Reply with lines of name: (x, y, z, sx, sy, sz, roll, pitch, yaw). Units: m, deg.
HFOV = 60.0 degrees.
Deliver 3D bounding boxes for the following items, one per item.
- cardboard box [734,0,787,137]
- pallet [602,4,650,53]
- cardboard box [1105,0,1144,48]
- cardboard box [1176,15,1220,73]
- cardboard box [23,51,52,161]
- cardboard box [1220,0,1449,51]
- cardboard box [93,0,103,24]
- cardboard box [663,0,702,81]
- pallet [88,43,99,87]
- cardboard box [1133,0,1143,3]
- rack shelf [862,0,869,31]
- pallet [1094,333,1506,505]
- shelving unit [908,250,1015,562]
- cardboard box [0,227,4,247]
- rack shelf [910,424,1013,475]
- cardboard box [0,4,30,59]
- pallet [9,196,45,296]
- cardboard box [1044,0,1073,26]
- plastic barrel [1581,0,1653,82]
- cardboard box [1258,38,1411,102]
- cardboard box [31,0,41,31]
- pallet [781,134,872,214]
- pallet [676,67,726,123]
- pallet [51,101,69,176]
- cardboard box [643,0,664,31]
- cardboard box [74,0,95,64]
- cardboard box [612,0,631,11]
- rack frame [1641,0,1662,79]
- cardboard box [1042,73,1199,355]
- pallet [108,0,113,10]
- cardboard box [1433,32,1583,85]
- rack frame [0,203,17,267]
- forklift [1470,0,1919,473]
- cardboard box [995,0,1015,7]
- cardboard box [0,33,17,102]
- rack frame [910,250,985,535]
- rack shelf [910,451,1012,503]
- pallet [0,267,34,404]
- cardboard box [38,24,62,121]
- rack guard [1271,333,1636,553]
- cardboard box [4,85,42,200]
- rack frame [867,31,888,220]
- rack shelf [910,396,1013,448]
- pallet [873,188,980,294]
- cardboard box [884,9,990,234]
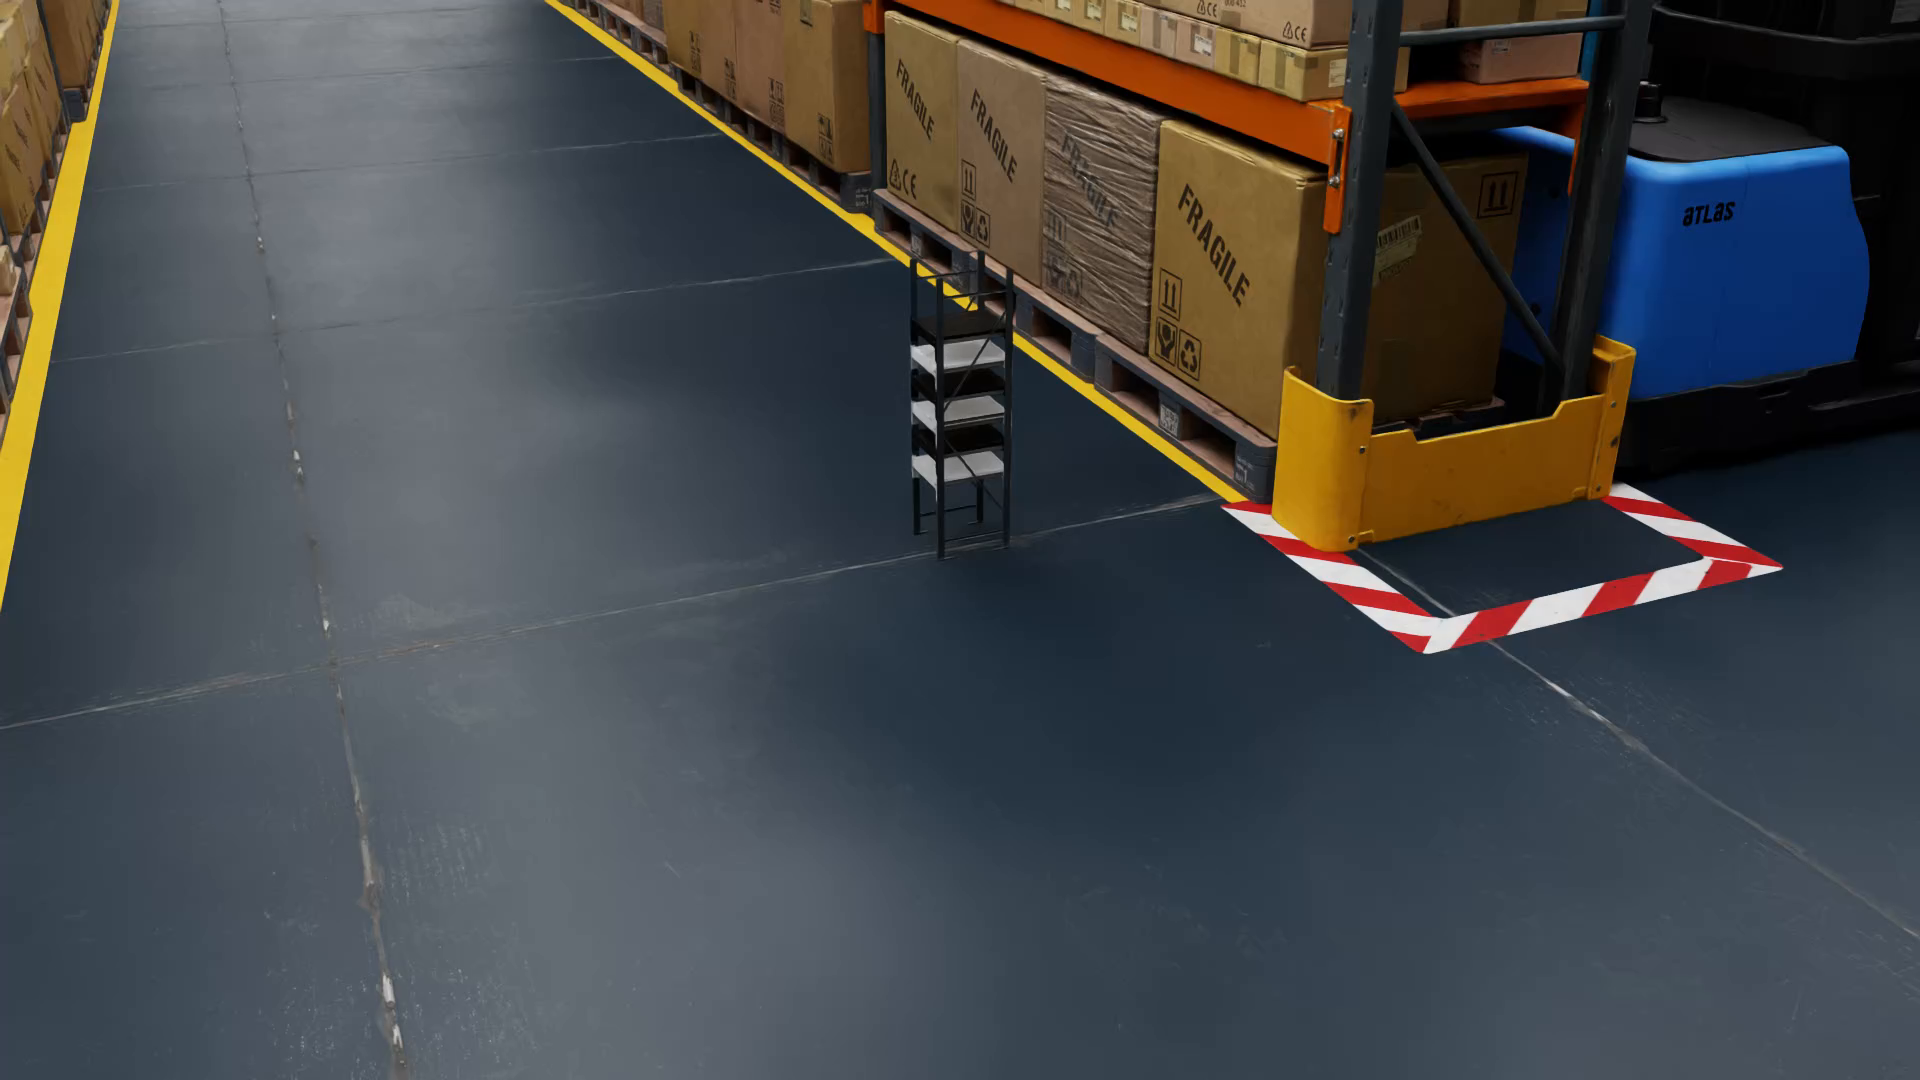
cardboard box: (-0.599, -2.943, 9.801, 1.225, 0.875, 0.875, -12, 28, -22)
pallet: (-2.324, -4.262, 13.739, 1.003, 0.211, 1.213, -11, 28, -21)
cardboard box: (0.743, -1.865, 5.936, 0.380, 0.149, 0.250, -11, 28, -22)
cardboard box: (0.944, -1.659, 5.516, 0.380, 0.149, 0.250, -11, 28, -20)
cardboard box: (-5.229, -2.320, 8.954, 0.500, 0.500, 0.500, -12, 28, -23)
cardboard box: (1.153, -1.695, 5.134, 0.500, 0.250, 0.500, -11, 28, -21)
cardboard box: (-7.390, -4.454, 13.039, 1.050, 0.750, 0.750, -11, 28, -21)
cardboard box: (-1.295, -3.660, 11.270, 1.225, 0.875, 0.875, -12, 28, -23)
pallet: (-6.862, -3.466, 12.109, 1.003, 0.211, 1.213, -11, 28, -21)
cardboard box: (0.756, -2.105, 5.974, 0.500, 0.250, 0.500, -12, 28, -22)
rack shelf: (-0.762, -3.577, 9.978, 1.077, 0.370, 4.000, -11, 28, -21)
pallet: (1.202, -0.534, 6.104, 1.003, 0.211, 1.213, -11, 28, -21)
shelving unit: (0.003, -0.401, 5.046, 0.258, 0.900, 0.210, -11, 28, -21)
cardboard box: (-4.167, -1.250, 6.824, 0.380, 0.149, 0.250, -10, 28, -20)
rack shelf: (0.003, -0.290, 5.100, 0.258, 0.077, 0.200, -11, 28, -21)
cardboard box: (-5.248, -2.658, 8.791, 0.500, 0.250, 0.500, -10, 28, -19)
pallet: (-4.889, -1.343, 7.759, 1.003, 0.211, 1.213, -11, 28, -21)
cardboard box: (0.546, -2.070, 6.357, 0.380, 0.149, 0.250, -10, 28, -20)
plastic barrel: (4.381, -3.412, 10.733, 0.600, 0.901, 0.708, -11, 28, -21)
cardboard box: (1.145, -1.453, 5.093, 0.380, 0.149, 0.250, -10, 28, -20)
cardboard box: (-5.640, -3.068, 9.630, 0.500, 0.250, 0.500, -11, 28, -22)
pallet: (-0.351, -2.139, 9.389, 1.003, 0.211, 1.213, -11, 28, -21)
pallet: (-1.306, -3.124, 11.407, 1.003, 0.211, 1.213, -11, 28, -21)
pallet: (-5.844, -2.328, 9.777, 1.003, 0.211, 1.213, -11, 28, -21)
cardboard box: (-2.055, -4.271, 12.927, 0.700, 0.500, 0.500, -13, 29, -25)
cardboard box: (-6.650, -3.688, 11.470, 1.050, 0.750, 0.750, -10, 28, -20)
cardboard box: (-2.503, -4.724, 13.854, 0.700, 0.500, 0.500, -13, 29, -25)
rack frame: (4.578, -3.944, 9.909, 1.000, 3.000, 0.127, -11, 28, -21)
cardboard box: (0.907, -1.324, 6.486, 0.875, 0.875, 0.875, -11, 28, -21)
pallet: (-8.423, -5.072, 15.397, 1.003, 0.211, 1.213, -11, 28, -21)
cardboard box: (1.752, -1.565, 5.324, 0.380, 0.149, 0.250, -10, 28, -20)
rack frame: (-4.583, -2.282, 6.504, 1.000, 3.000, 0.127, -11, 28, -21)
forklift: (3.350, -1.957, 5.917, 3.031, 2.935, 1.130, -11, 28, -21)
cardboard box: (0.339, -2.280, 6.788, 0.380, 0.149, 0.250, -10, 28, -20)
cardboard box: (-4.840, -2.242, 7.939, 0.500, 0.250, 0.500, -10, 28, -19)
rack frame: (-0.037, -0.442, 5.130, 0.240, 0.900, 0.006, -11, 28, -21)
rack shelf: (0.003, -0.209, 5.139, 0.258, 0.077, 0.200, -11, 28, -21)
pallet: (-4.287, -0.764, 6.573, 1.003, 0.211, 1.213, -11, 28, -21)
cardboard box: (-5.651, -2.741, 9.816, 0.500, 0.500, 0.500, -11, 28, -21)
rack guard: (1.597, -0.345, 5.387, 1.175, 0.500, 0.348, -11, 28, -21)
cardboard box: (-4.837, -1.904, 8.102, 0.500, 0.500, 0.500, -9, 28, -18)
rack frame: (0.021, -3.093, 8.166, 1.000, 3.000, 0.127, -11, 28, -21)
rack shelf: (0.003, -0.371, 5.060, 0.258, 0.077, 0.200, -11, 28, -21)
pallet: (0.247, -1.520, 8.122, 1.003, 0.211, 1.213, -11, 28, -21)
cardboard box: (0.206, -2.047, 7.966, 0.875, 0.875, 0.875, -11, 28, -21)
